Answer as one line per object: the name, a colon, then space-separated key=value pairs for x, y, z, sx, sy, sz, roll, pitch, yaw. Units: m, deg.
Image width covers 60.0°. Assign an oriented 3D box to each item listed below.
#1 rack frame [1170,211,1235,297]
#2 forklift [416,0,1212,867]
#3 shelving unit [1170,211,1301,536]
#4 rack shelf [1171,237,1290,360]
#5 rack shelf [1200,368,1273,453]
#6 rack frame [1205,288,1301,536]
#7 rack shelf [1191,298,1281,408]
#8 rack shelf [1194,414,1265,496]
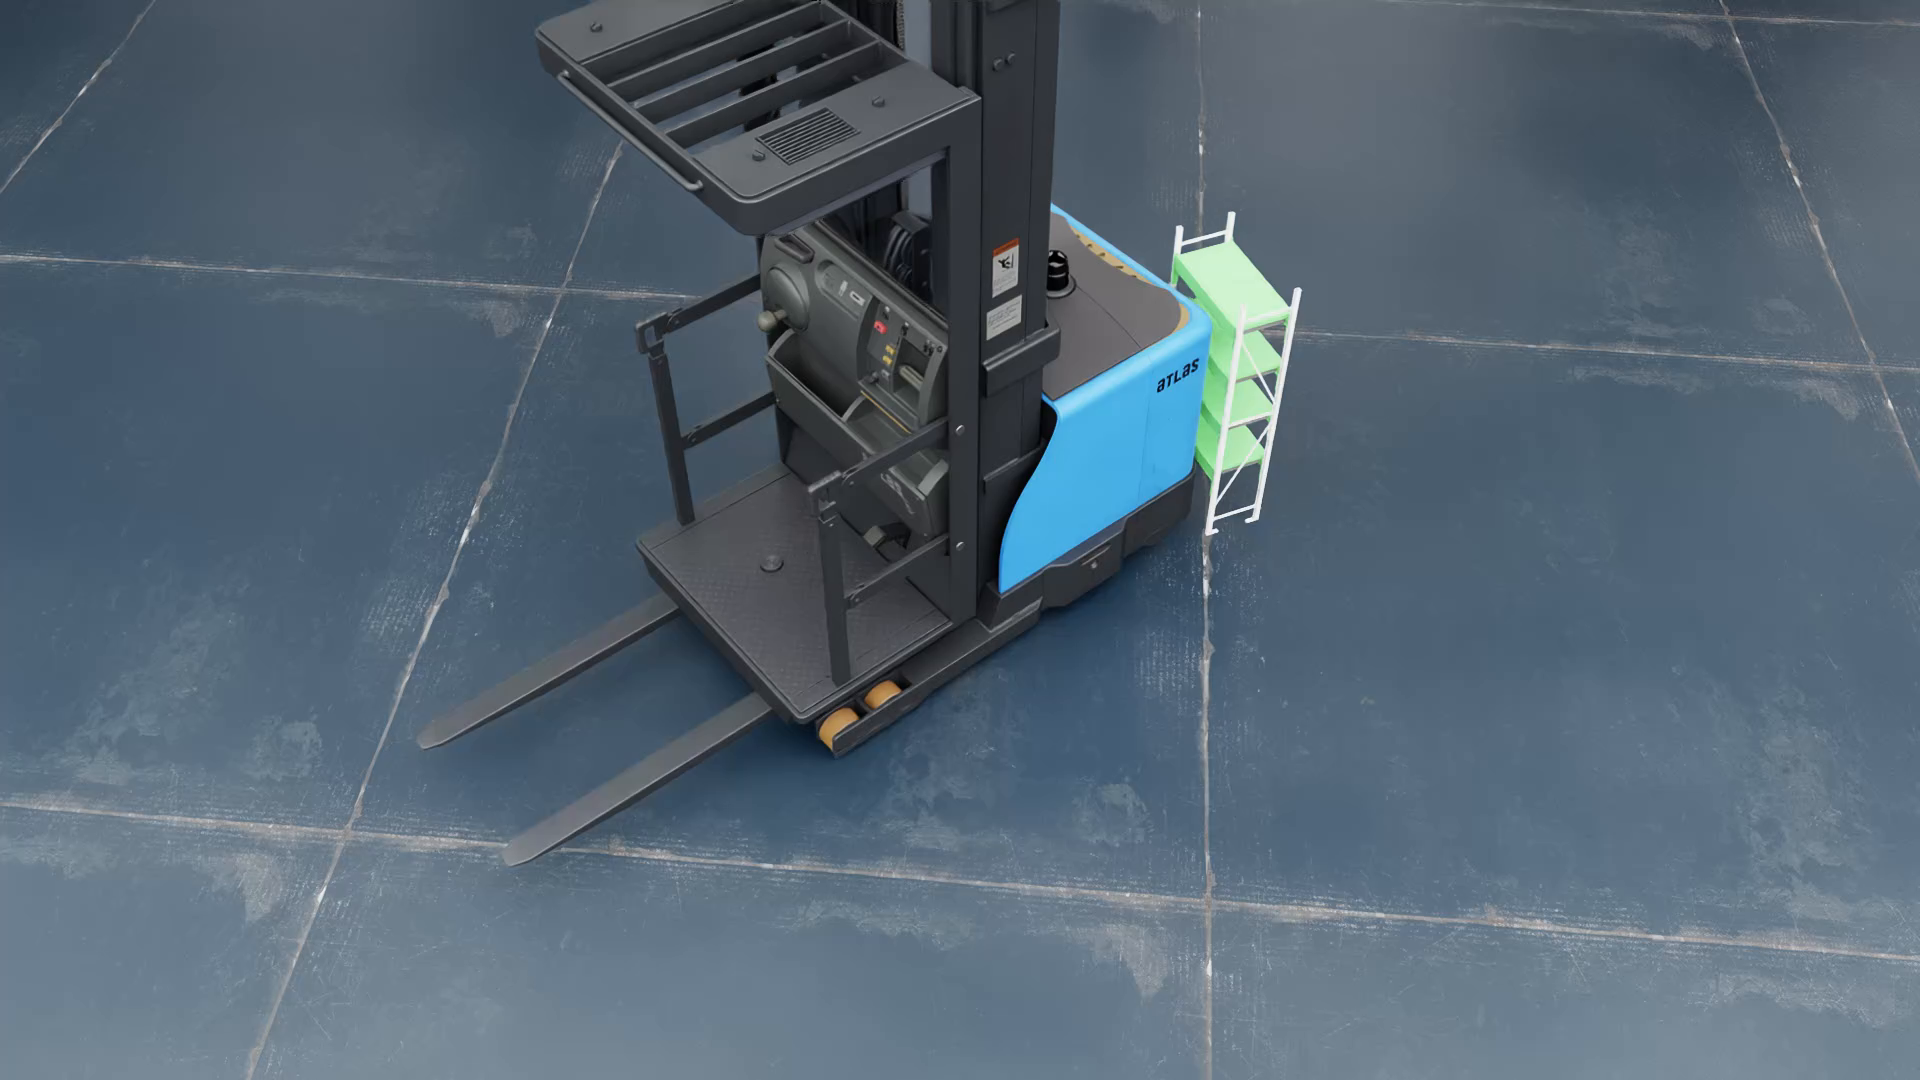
rack frame: x=0.922 y=-0.793 z=6.661 sx=0.240 sy=1.200 sz=0.015 roll=-17 pitch=50 yaw=-15
forklift: x=-0.523 y=-0.661 z=5.368 sx=3.031 sy=2.935 sz=1.130 roll=-31 pitch=55 yaw=-25
shelving unit: x=1.015 y=-0.626 z=6.509 sx=0.258 sy=1.200 sz=0.503 roll=-17 pitch=50 yaw=-15
rack shelf: x=1.014 y=-0.907 z=6.201 sx=0.258 sy=0.148 sz=0.480 roll=-17 pitch=50 yaw=-15
rack shelf: x=1.016 y=-0.583 z=6.556 sx=0.258 sy=0.148 sz=0.480 roll=-17 pitch=50 yaw=-15
rack frame: x=1.108 y=-0.460 z=6.357 sx=0.240 sy=1.200 sz=0.015 roll=-17 pitch=50 yaw=-15
rack shelf: x=1.015 y=-0.745 z=6.379 sx=0.258 sy=0.148 sz=0.480 roll=-17 pitch=50 yaw=-15
rack shelf: x=1.017 y=-0.422 z=6.733 sx=0.258 sy=0.148 sz=0.480 roll=-17 pitch=50 yaw=-15
